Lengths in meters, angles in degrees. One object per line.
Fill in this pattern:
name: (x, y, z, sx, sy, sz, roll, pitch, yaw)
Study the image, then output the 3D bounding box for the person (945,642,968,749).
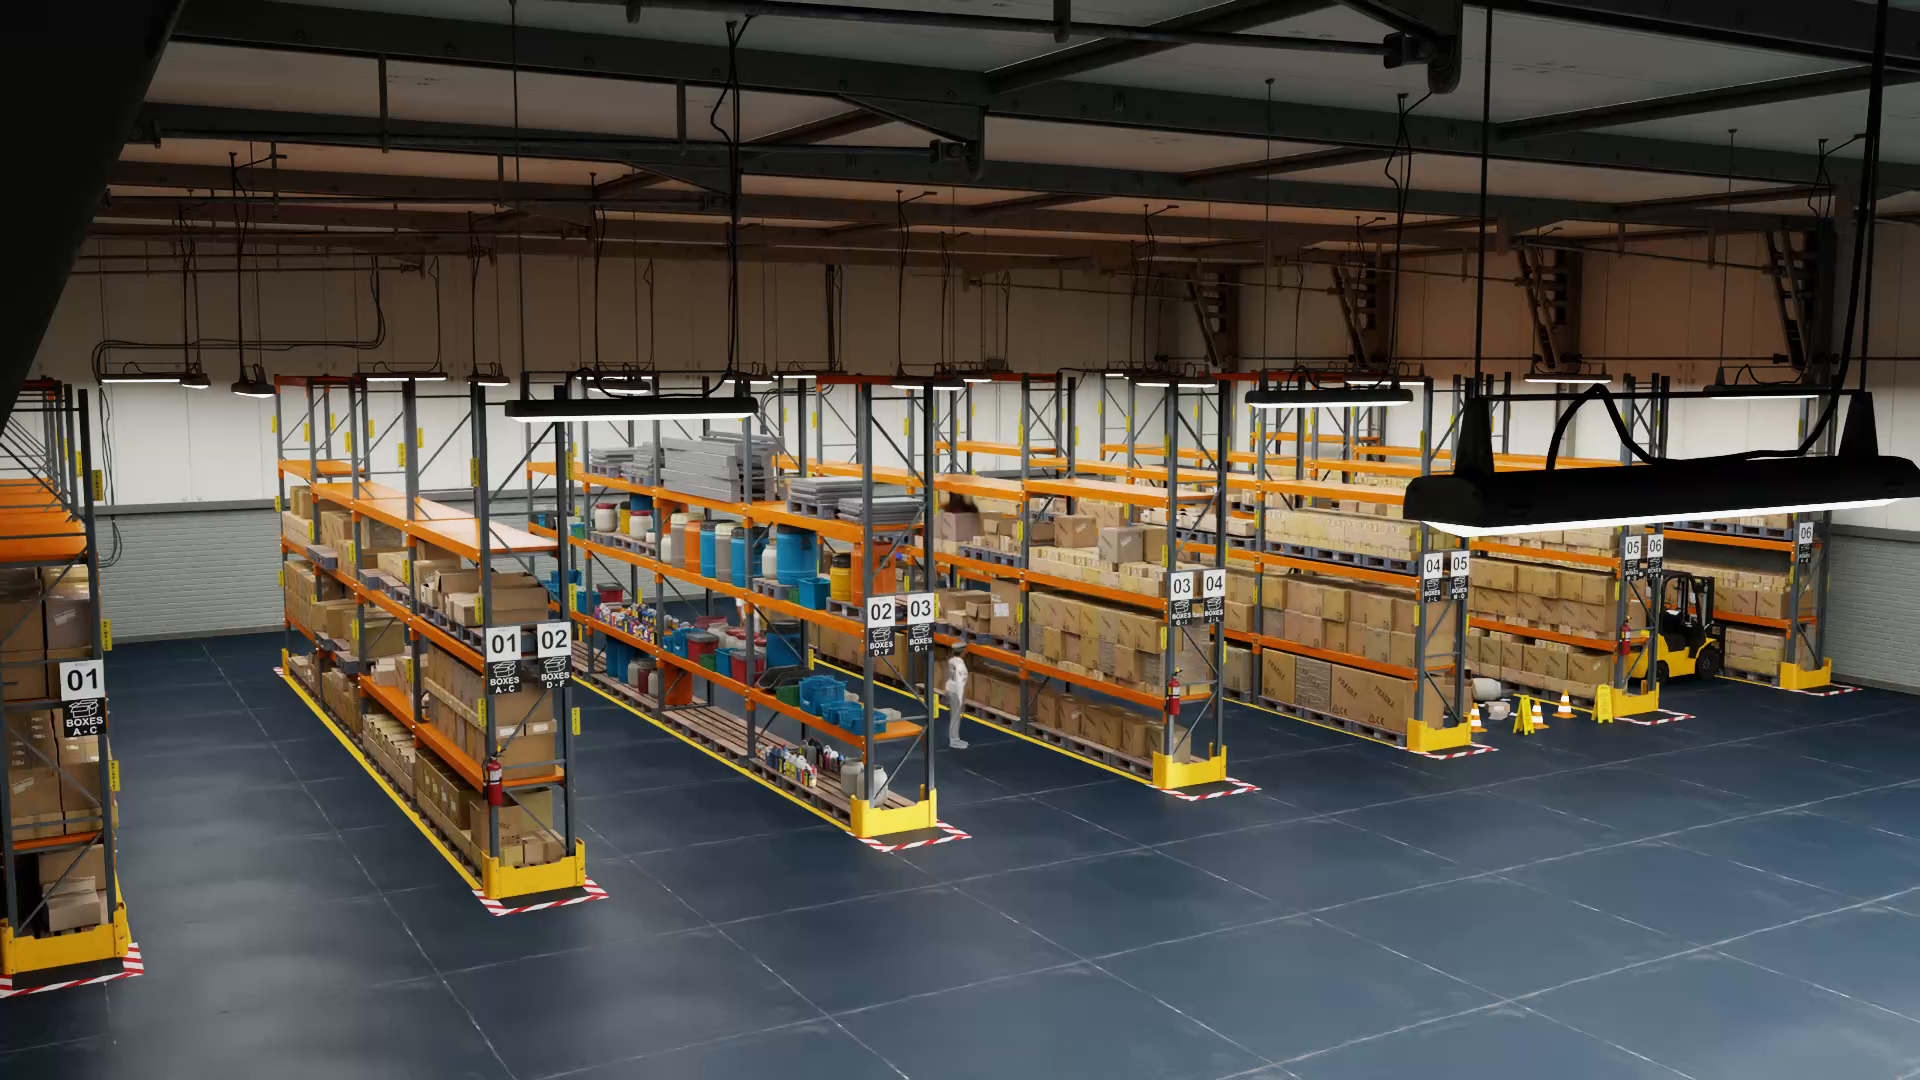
person: (-0.049, 2.459, 26.402, 0.357, 1.689, 0.518, -2, 6, -15)

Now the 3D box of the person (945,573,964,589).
person: (-0.200, 0.552, 44.699, 0.582, 1.757, 0.700, 2, 7, 21)

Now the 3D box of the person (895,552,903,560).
person: (-1.642, 0.807, 43.037, 1.017, 1.597, 0.545, 3, 7, 23)

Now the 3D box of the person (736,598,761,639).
person: (-4.418, 1.655, 34.969, 0.590, 1.728, 1.000, -3, 7, -25)
